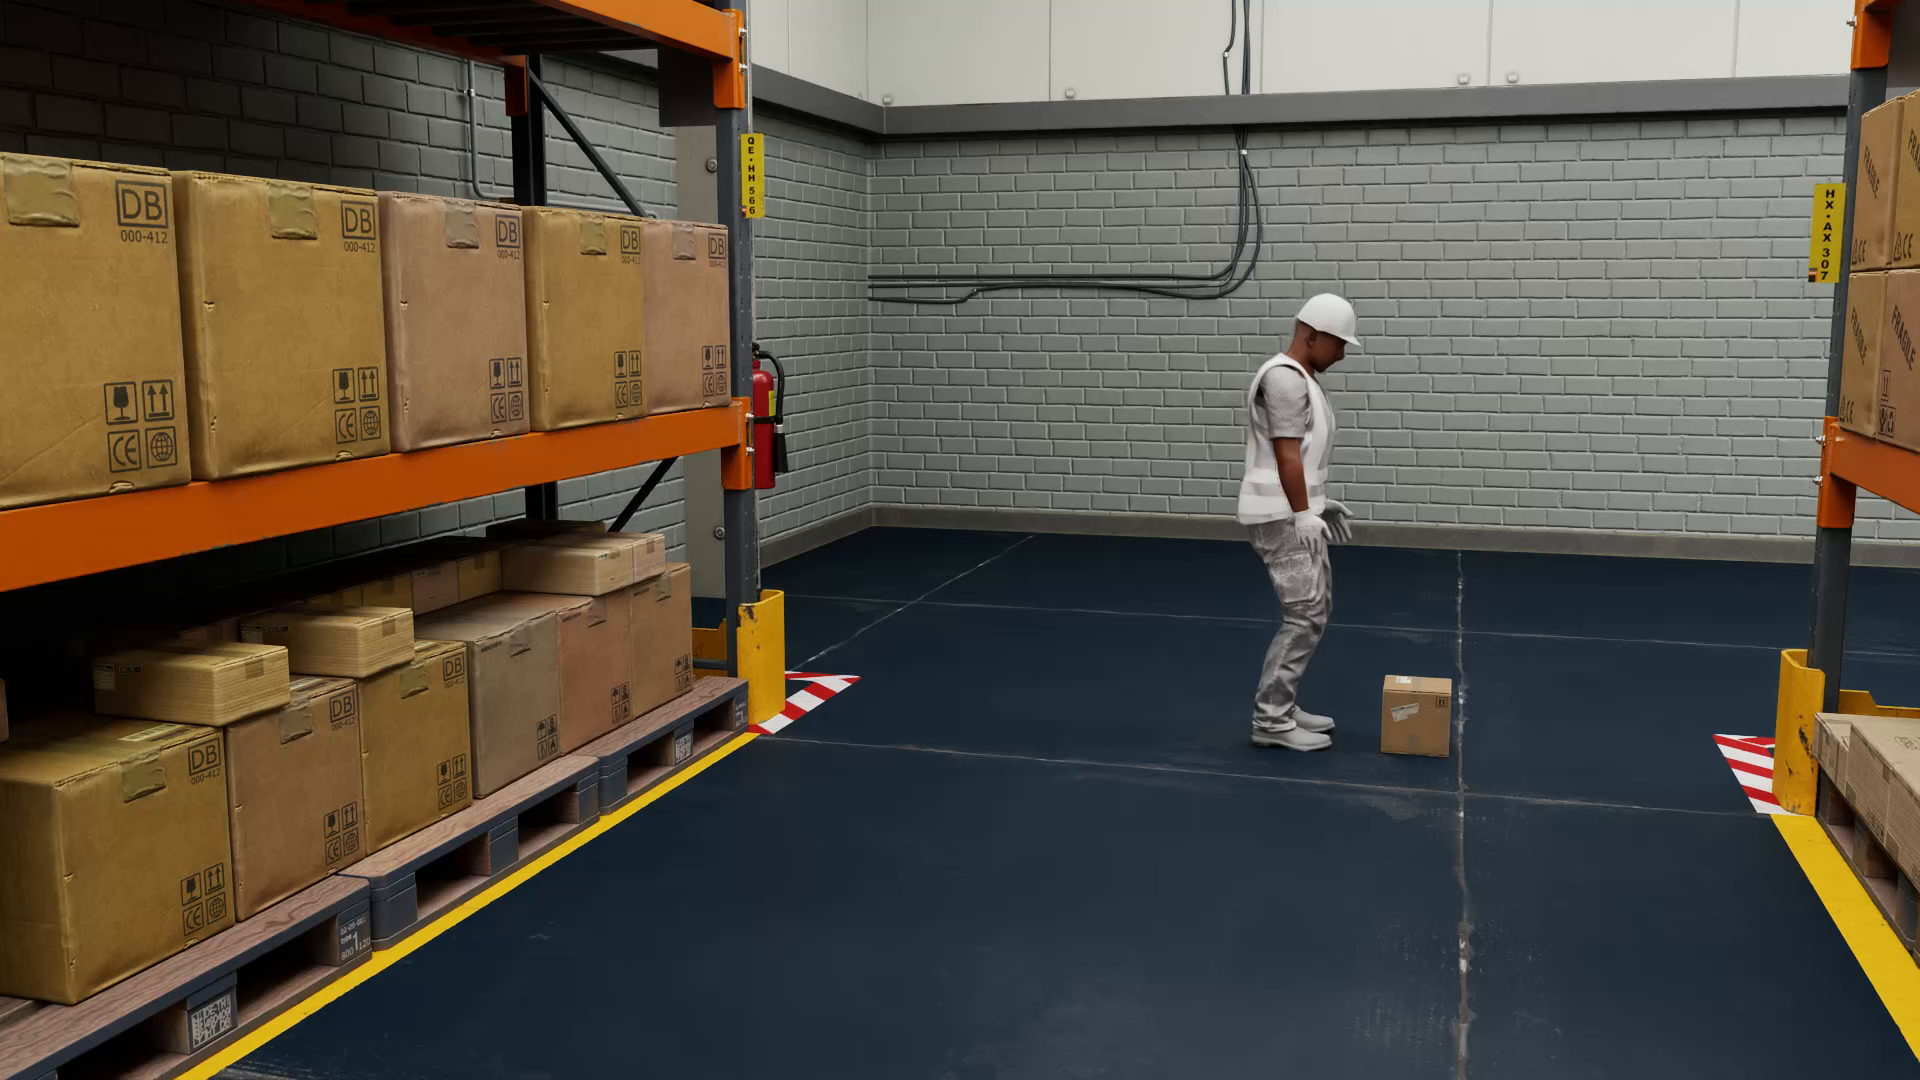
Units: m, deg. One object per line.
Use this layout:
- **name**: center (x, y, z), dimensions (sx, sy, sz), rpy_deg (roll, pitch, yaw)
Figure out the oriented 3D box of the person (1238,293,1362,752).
- **person**: center (1.316, -0.081, 6.482), dimensions (0.442, 1.741, 0.569), rpy_deg (3, 9, 17)
